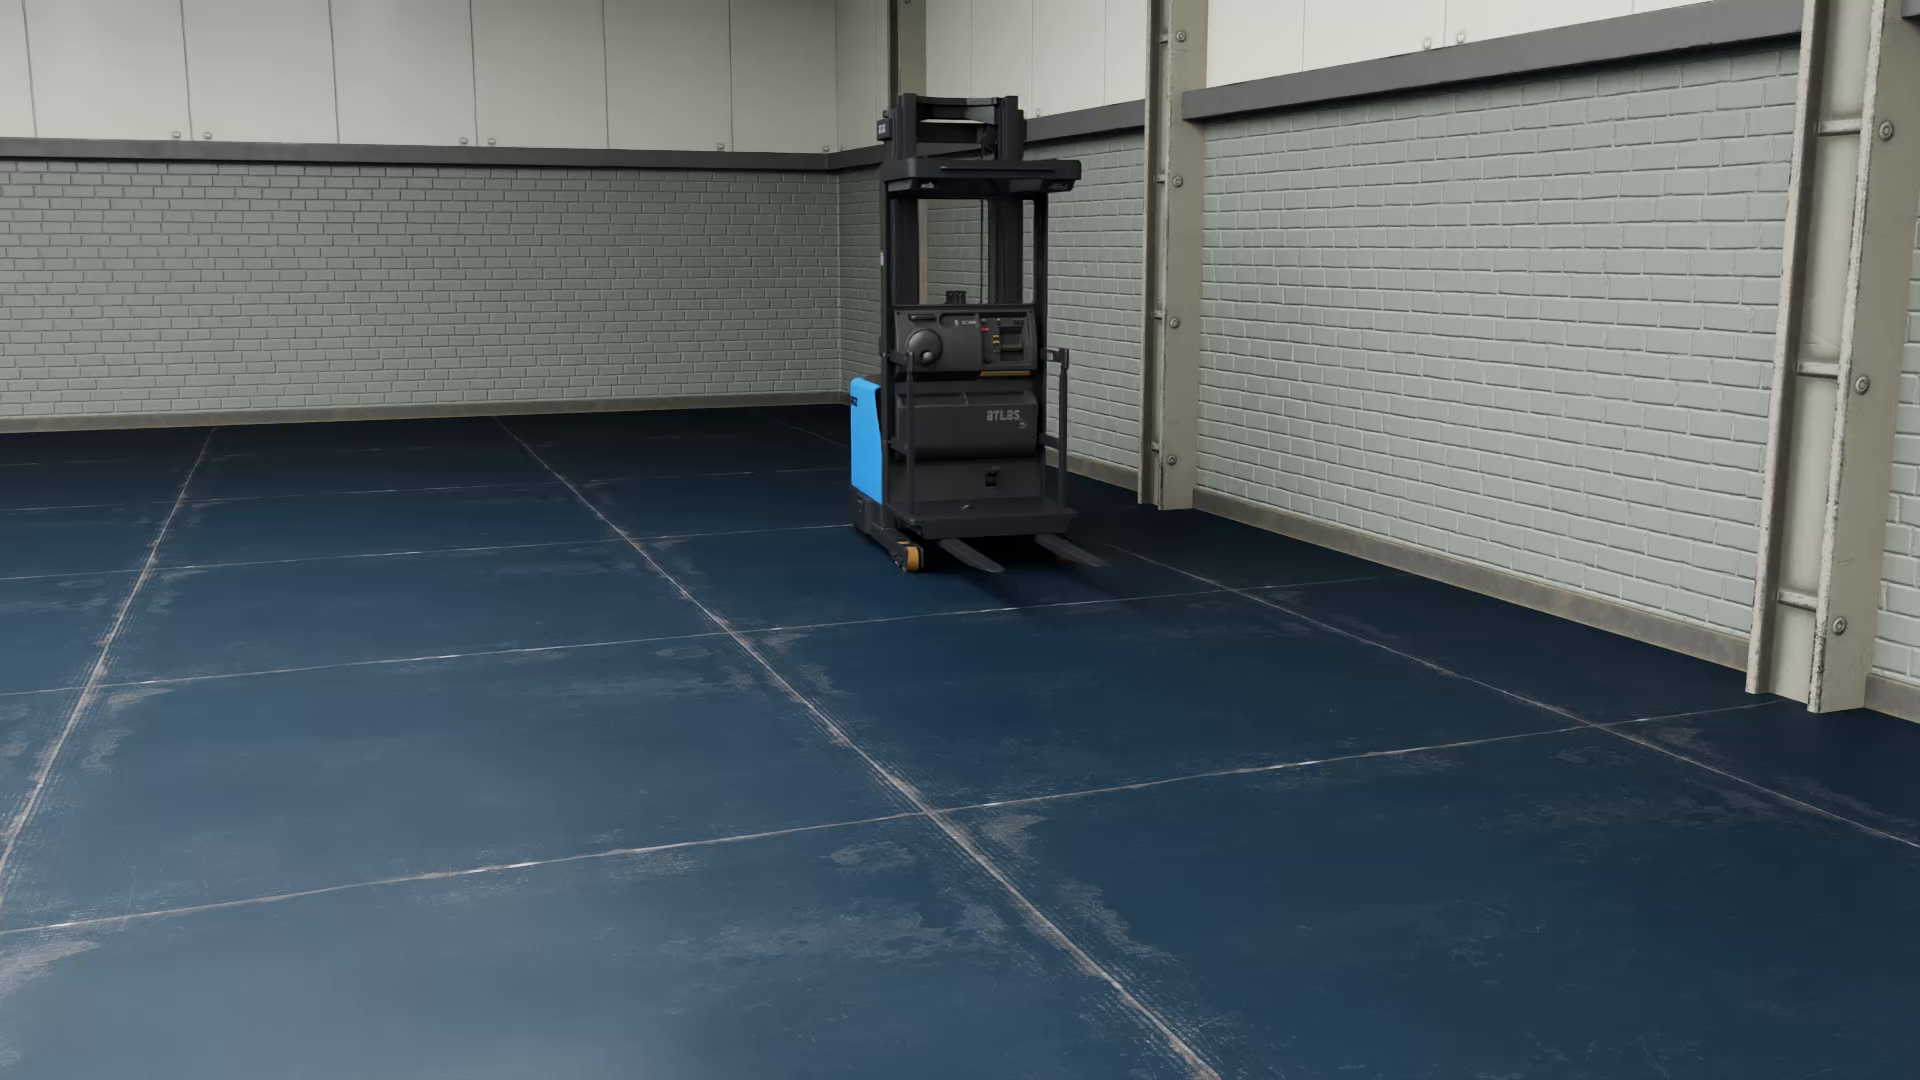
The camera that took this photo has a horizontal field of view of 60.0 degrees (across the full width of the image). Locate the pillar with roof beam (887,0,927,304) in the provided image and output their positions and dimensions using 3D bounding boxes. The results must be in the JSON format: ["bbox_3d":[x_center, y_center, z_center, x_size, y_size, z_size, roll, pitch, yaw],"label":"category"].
[{"bbox_3d":[-4.579,-5.407,16.124,9.100,9.000,0.400,-4,11,-21],"label":"pillar with roof beam"}]

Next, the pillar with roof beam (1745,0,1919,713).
[{"bbox_3d":[-0.230,-3.449,5.112,9.100,9.000,0.400,-4,11,-21],"label":"pillar with roof beam"}]

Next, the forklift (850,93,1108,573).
[{"bbox_3d":[0.099,-1.317,10.455,1.130,2.935,3.031,-3,10,-15],"label":"forklift"}]

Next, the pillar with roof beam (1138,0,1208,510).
[{"bbox_3d":[-2.404,-4.428,10.618,9.100,9.000,0.400,-4,11,-21],"label":"pillar with roof beam"}]
